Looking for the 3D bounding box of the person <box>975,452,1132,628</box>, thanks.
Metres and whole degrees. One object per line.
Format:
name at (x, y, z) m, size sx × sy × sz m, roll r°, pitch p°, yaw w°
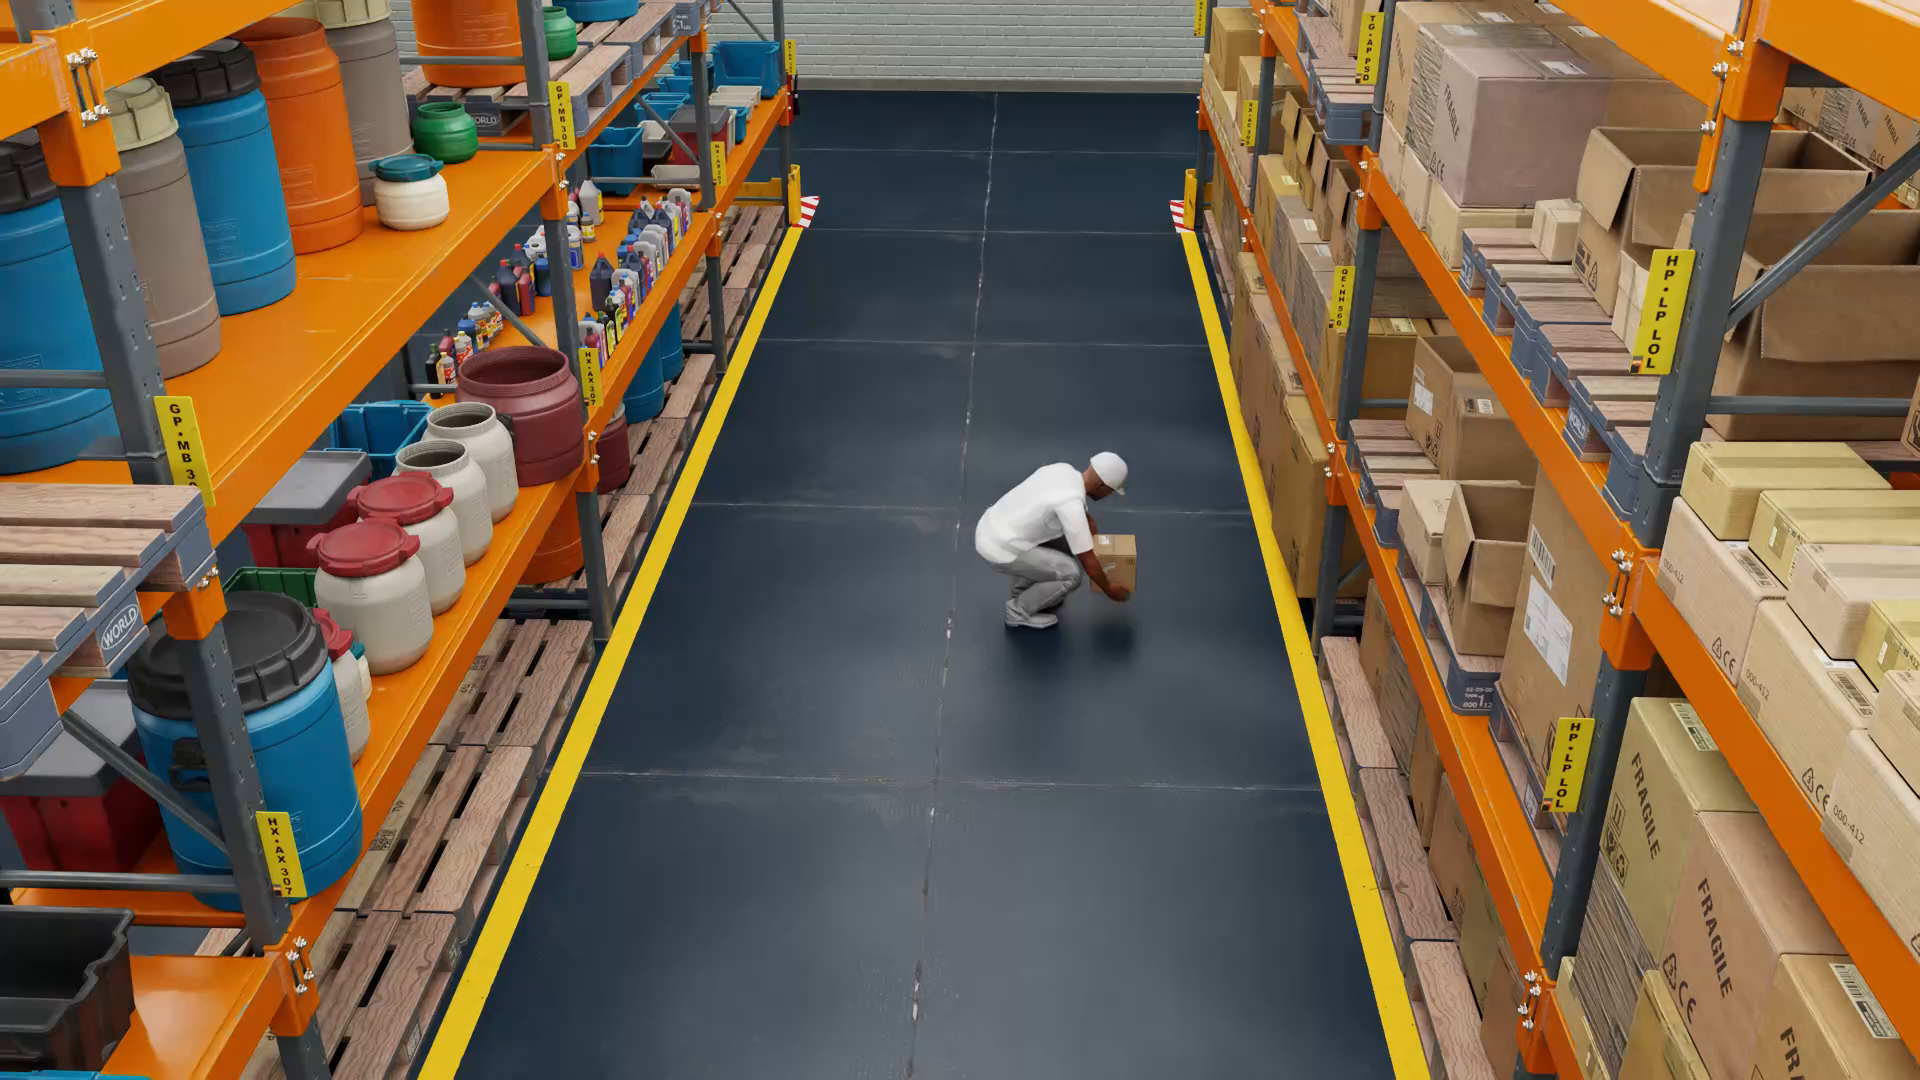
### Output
person at (0.535, -0.033, 9.485) m, size 0.894 × 1.002 × 0.586 m, roll 1°, pitch 28°, yaw 2°
